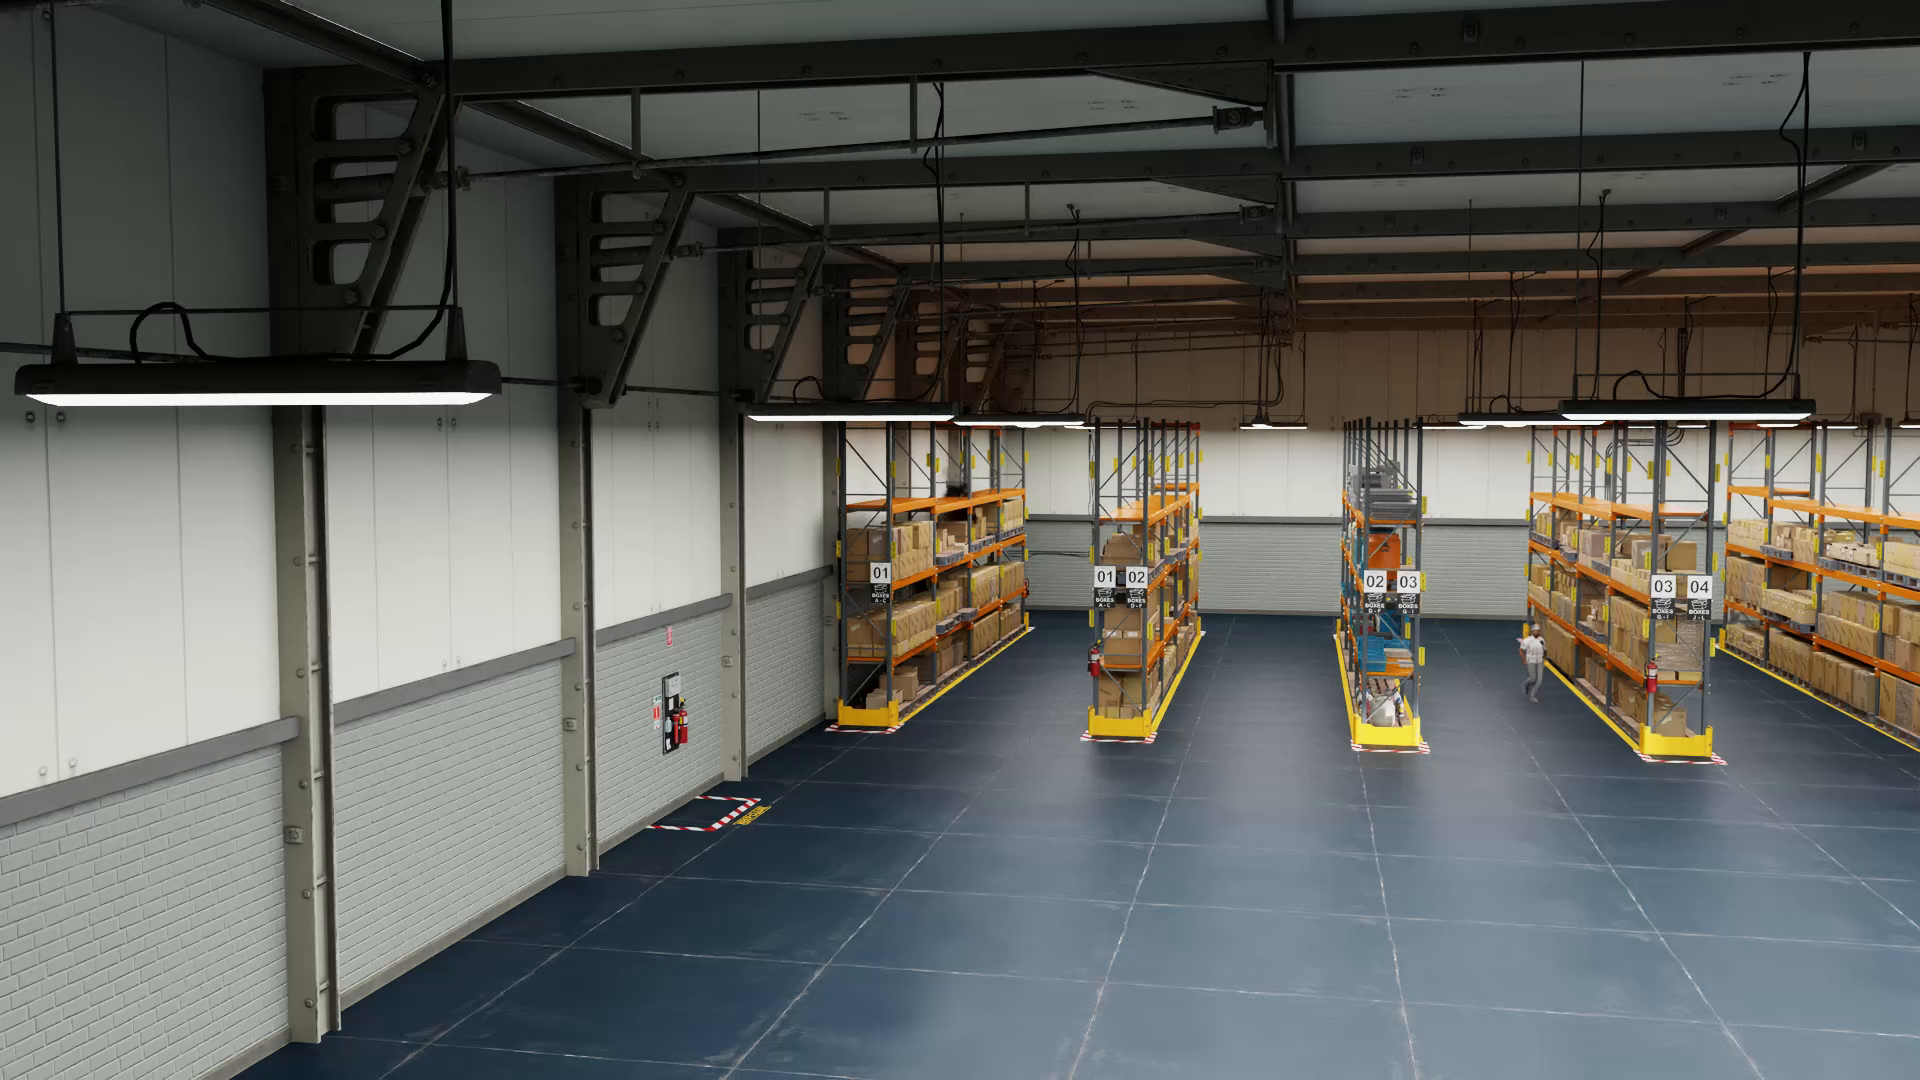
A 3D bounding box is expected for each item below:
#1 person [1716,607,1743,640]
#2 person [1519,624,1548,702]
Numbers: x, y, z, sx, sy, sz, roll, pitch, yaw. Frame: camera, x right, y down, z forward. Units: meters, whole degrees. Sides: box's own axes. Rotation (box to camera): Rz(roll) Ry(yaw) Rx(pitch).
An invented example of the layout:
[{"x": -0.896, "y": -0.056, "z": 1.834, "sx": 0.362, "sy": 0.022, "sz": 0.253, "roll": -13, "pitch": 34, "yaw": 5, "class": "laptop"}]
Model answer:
[{"x": 21.059, "y": 1.911, "z": 45.377, "sx": 0.888, "sy": 1.715, "sz": 0.723, "roll": 4, "pitch": 5, "yaw": 44, "class": "person"}, {"x": 12.215, "y": 2.609, "z": 35.326, "sx": 0.574, "sy": 1.658, "sz": 0.558, "roll": 0, "pitch": 4, "yaw": -2, "class": "person"}]
